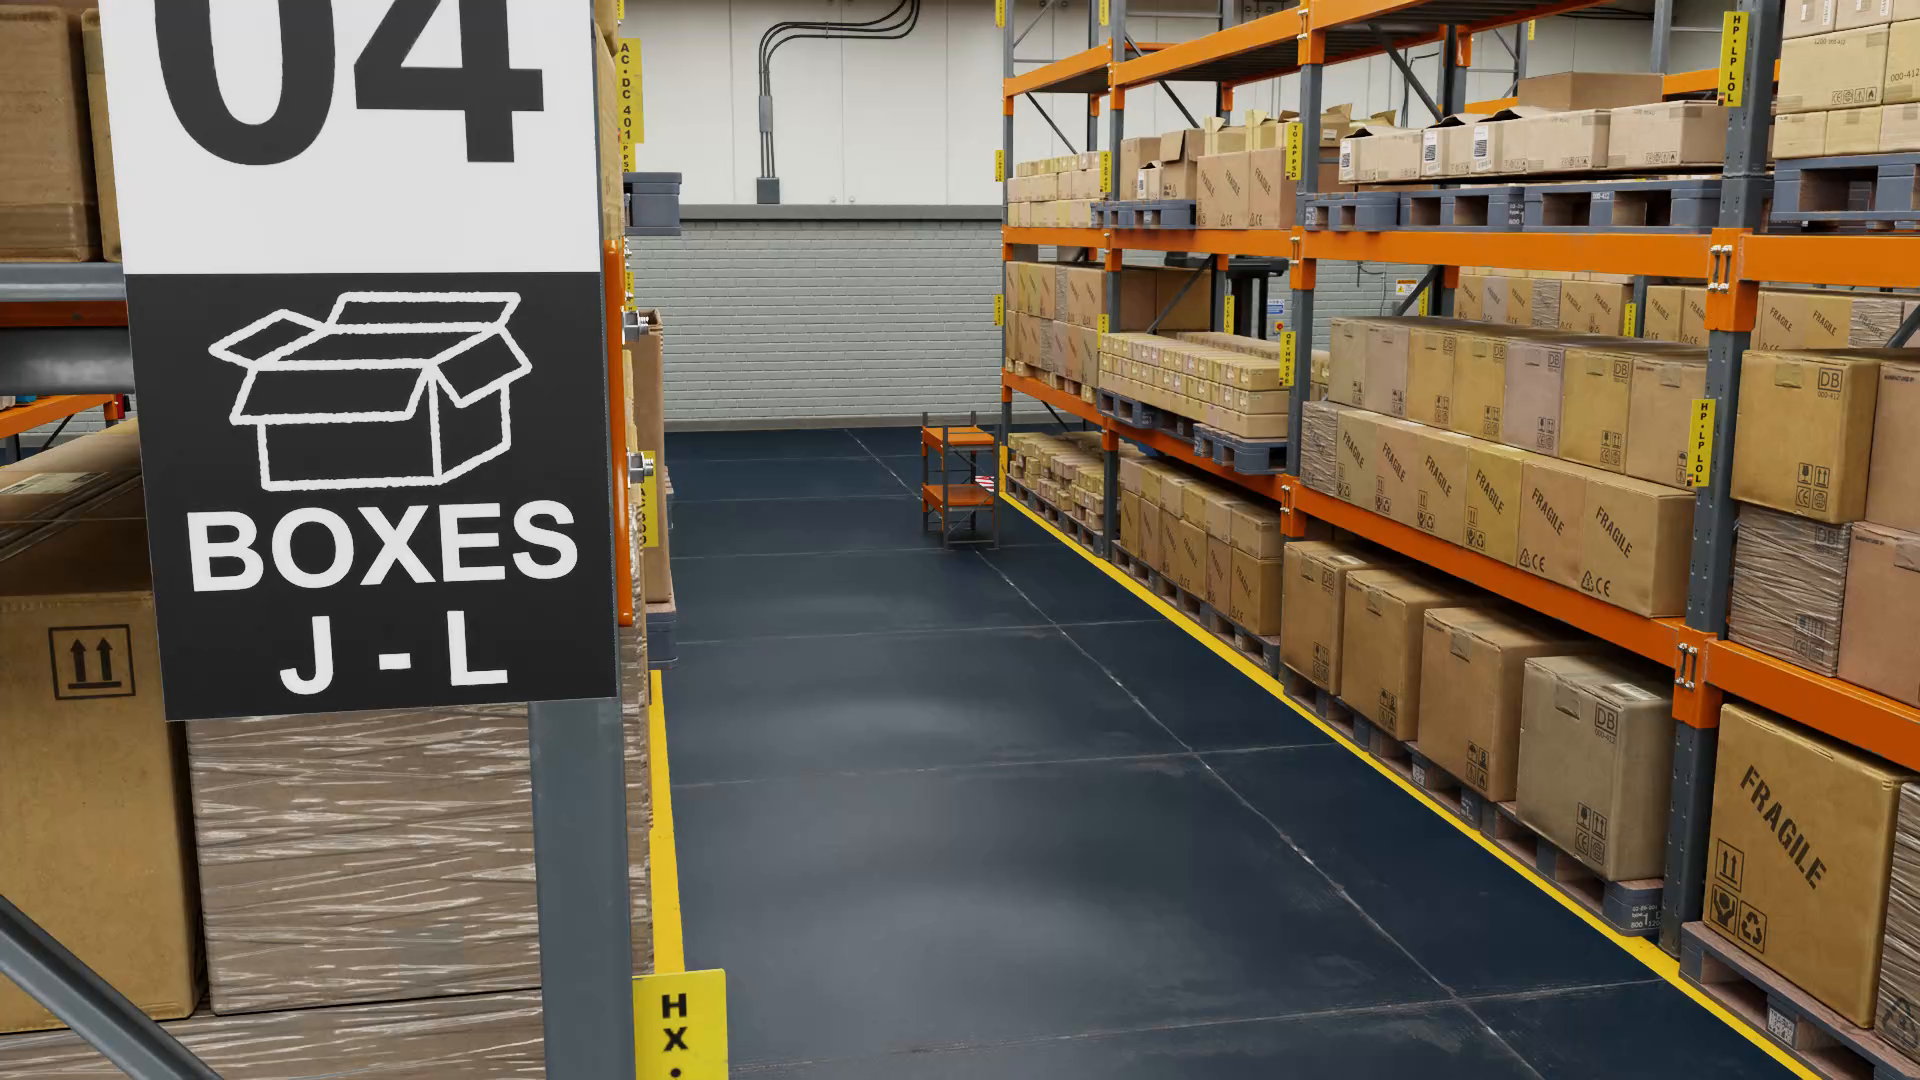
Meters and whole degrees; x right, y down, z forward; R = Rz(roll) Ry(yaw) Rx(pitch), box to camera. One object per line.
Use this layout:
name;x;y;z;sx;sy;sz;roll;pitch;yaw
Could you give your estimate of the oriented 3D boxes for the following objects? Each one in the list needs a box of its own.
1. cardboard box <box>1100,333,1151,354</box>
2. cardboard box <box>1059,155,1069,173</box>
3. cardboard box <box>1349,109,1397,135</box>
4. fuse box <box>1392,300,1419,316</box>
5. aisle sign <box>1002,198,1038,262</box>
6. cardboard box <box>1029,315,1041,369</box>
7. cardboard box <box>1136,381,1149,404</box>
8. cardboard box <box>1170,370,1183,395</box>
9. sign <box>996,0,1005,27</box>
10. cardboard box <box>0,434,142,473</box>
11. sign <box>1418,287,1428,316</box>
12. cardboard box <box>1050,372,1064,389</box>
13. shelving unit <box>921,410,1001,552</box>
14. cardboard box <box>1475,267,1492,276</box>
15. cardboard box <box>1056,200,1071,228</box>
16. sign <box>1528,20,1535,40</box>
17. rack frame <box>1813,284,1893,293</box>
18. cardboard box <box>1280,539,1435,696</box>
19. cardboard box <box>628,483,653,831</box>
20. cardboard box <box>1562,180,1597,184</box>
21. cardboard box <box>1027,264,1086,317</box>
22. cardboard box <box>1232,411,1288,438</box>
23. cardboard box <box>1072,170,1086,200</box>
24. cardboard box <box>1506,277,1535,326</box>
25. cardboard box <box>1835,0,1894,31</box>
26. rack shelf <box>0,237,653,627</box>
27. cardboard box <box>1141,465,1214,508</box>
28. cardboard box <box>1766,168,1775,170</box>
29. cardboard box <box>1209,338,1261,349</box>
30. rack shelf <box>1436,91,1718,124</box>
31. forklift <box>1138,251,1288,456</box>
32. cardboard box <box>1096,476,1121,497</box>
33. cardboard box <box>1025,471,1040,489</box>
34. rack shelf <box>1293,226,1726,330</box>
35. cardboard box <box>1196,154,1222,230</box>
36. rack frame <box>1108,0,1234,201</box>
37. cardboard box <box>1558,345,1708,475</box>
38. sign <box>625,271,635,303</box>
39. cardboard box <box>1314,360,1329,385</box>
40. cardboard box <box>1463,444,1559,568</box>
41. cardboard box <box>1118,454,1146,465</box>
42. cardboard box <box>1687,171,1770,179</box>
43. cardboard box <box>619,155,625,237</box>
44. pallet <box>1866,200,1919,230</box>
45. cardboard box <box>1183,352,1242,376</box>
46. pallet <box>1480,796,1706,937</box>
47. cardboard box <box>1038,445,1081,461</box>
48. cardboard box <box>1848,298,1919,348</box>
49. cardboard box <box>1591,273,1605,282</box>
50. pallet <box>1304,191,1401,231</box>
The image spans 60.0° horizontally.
cardboard box;1.356;-1.605;13.565;0.380;0.149;0.250;-2;11;-8
cardboard box;1.125;-3.444;15.244;0.380;0.149;0.250;-2;11;-11
cardboard box;2.600;-2.663;10.828;0.396;0.266;0.258;-2;11;-11
fuse box;6.758;-2.701;24.812;0.539;1.711;0.414;-2;11;-11
aisle sign;0.644;-3.332;17.728;0.394;0.787;0.004;-2;11;-11
cardboard box;0.981;-1.968;16.451;0.500;0.500;0.500;-2;11;-10
cardboard box;1.558;-1.124;12.626;0.380;0.149;0.250;-3;11;-14
cardboard box;1.713;-1.125;11.838;0.380;0.149;0.250;-2;11;-10
sign;0.420;-5.478;17.199;0.100;0.325;0.005;-2;11;-11
cardboard box;-1.367;0.082;3.006;0.500;0.500;0.500;-2;11;-11
sign;5.243;-2.696;18.813;0.100;0.325;0.005;-2;11;-11
cardboard box;1.071;-1.524;15.851;0.380;0.149;0.250;-2;11;-10
shelving unit;-0.001;-0.554;15.098;0.538;1.125;1.048;-2;11;-11
cardboard box;5.714;-2.890;17.682;0.380;0.149;0.250;-2;11;-13
cardboard box;1.185;-2.984;15.232;0.500;0.250;0.500;-2;11;-12
sign;6.324;-5.713;18.436;0.100;0.325;0.005;-2;11;-11
rack frame;10.657;-2.432;19.954;1.000;3.000;0.127;-2;11;-11
cardboard box;2.539;0.428;9.817;1.050;0.750;0.750;-2;11;-12
cardboard box;-0.750;0.155;2.625;0.500;0.500;0.500;-2;11;-11
cardboard box;6.273;-3.543;16.102;0.797;0.503;0.637;-1;11;-7
cardboard box;0.963;-2.459;16.354;0.500;0.500;0.500;-2;11;-12
cardboard box;1.962;-0.742;10.621;0.380;0.149;0.250;-2;11;-10
cardboard box;1.302;-3.136;14.691;0.500;0.250;0.500;-3;11;-13
cardboard box;5.915;-2.413;16.910;0.500;0.500;0.500;-2;11;-11
cardboard box;3.075;-1.723;5.353;0.380;0.149;0.250;-2;11;-11
rack shelf;-1.209;-0.443;3.404;1.077;0.370;4.000;-2;11;-11
cardboard box;1.721;-0.423;12.953;0.500;0.250;0.500;-2;11;-9
cardboard box;3.414;-1.634;6.708;0.258;0.266;0.396;-2;11;-12
cardboard box;2.153;-1.483;12.922;0.380;0.149;0.250;-2;11;-11
rack shelf;6.178;-4.282;16.618;1.077;0.370;4.000;-2;11;-11
forklift;2.677;-1.851;17.081;1.130;2.935;3.031;-1;11;-7
cardboard box;1.406;-0.473;14.569;0.380;0.149;0.250;-2;11;-9
cardboard box;0.869;-0.609;16.878;0.380;0.149;0.250;-2;11;-10
rack shelf;2.898;-1.339;8.109;1.077;0.370;4.000;-2;11;-11
cardboard box;1.945;-2.387;11.423;0.500;0.500;0.500;-2;11;-11
rack frame;1.731;-4.266;13.543;1.000;3.000;0.127;-2;11;-11
cardboard box;3.082;-0.577;7.265;0.700;0.500;0.500;-2;11;-12
sign;-3.397;-2.593;17.068;0.100;0.325;0.005;-2;11;-11
cardboard box;2.554;-1.102;10.919;0.380;0.149;0.250;-2;11;-13
cardboard box;2.726;-0.172;7.811;0.500;0.500;0.500;-2;11;-10
cardboard box;1.597;-0.729;15.913;0.380;0.149;0.250;-3;11;-13
cardboard box;6.453;-3.074;13.913;0.500;0.500;0.500;-2;11;-12
cardboard box;-1.254;-1.016;4.889;0.500;0.250;0.500;-2;11;-9
pallet;7.167;-2.281;11.640;1.213;0.211;1.003;-2;11;-8
cardboard box;1.769;-1.221;11.548;0.380;0.149;0.250;-2;11;-11
pallet;3.063;1.379;7.385;1.003;0.211;1.213;-2;11;-11
cardboard box;0.990;-0.851;16.558;0.380;0.149;0.250;-2;11;-9
cardboard box;6.879;-1.503;12.131;0.500;0.500;0.500;-2;11;-10
cardboard box;6.211;-2.520;15.737;0.380;0.149;0.250;-2;11;-11
pallet;2.686;-1.850;9.377;1.213;0.211;1.003;-2;11;-8
